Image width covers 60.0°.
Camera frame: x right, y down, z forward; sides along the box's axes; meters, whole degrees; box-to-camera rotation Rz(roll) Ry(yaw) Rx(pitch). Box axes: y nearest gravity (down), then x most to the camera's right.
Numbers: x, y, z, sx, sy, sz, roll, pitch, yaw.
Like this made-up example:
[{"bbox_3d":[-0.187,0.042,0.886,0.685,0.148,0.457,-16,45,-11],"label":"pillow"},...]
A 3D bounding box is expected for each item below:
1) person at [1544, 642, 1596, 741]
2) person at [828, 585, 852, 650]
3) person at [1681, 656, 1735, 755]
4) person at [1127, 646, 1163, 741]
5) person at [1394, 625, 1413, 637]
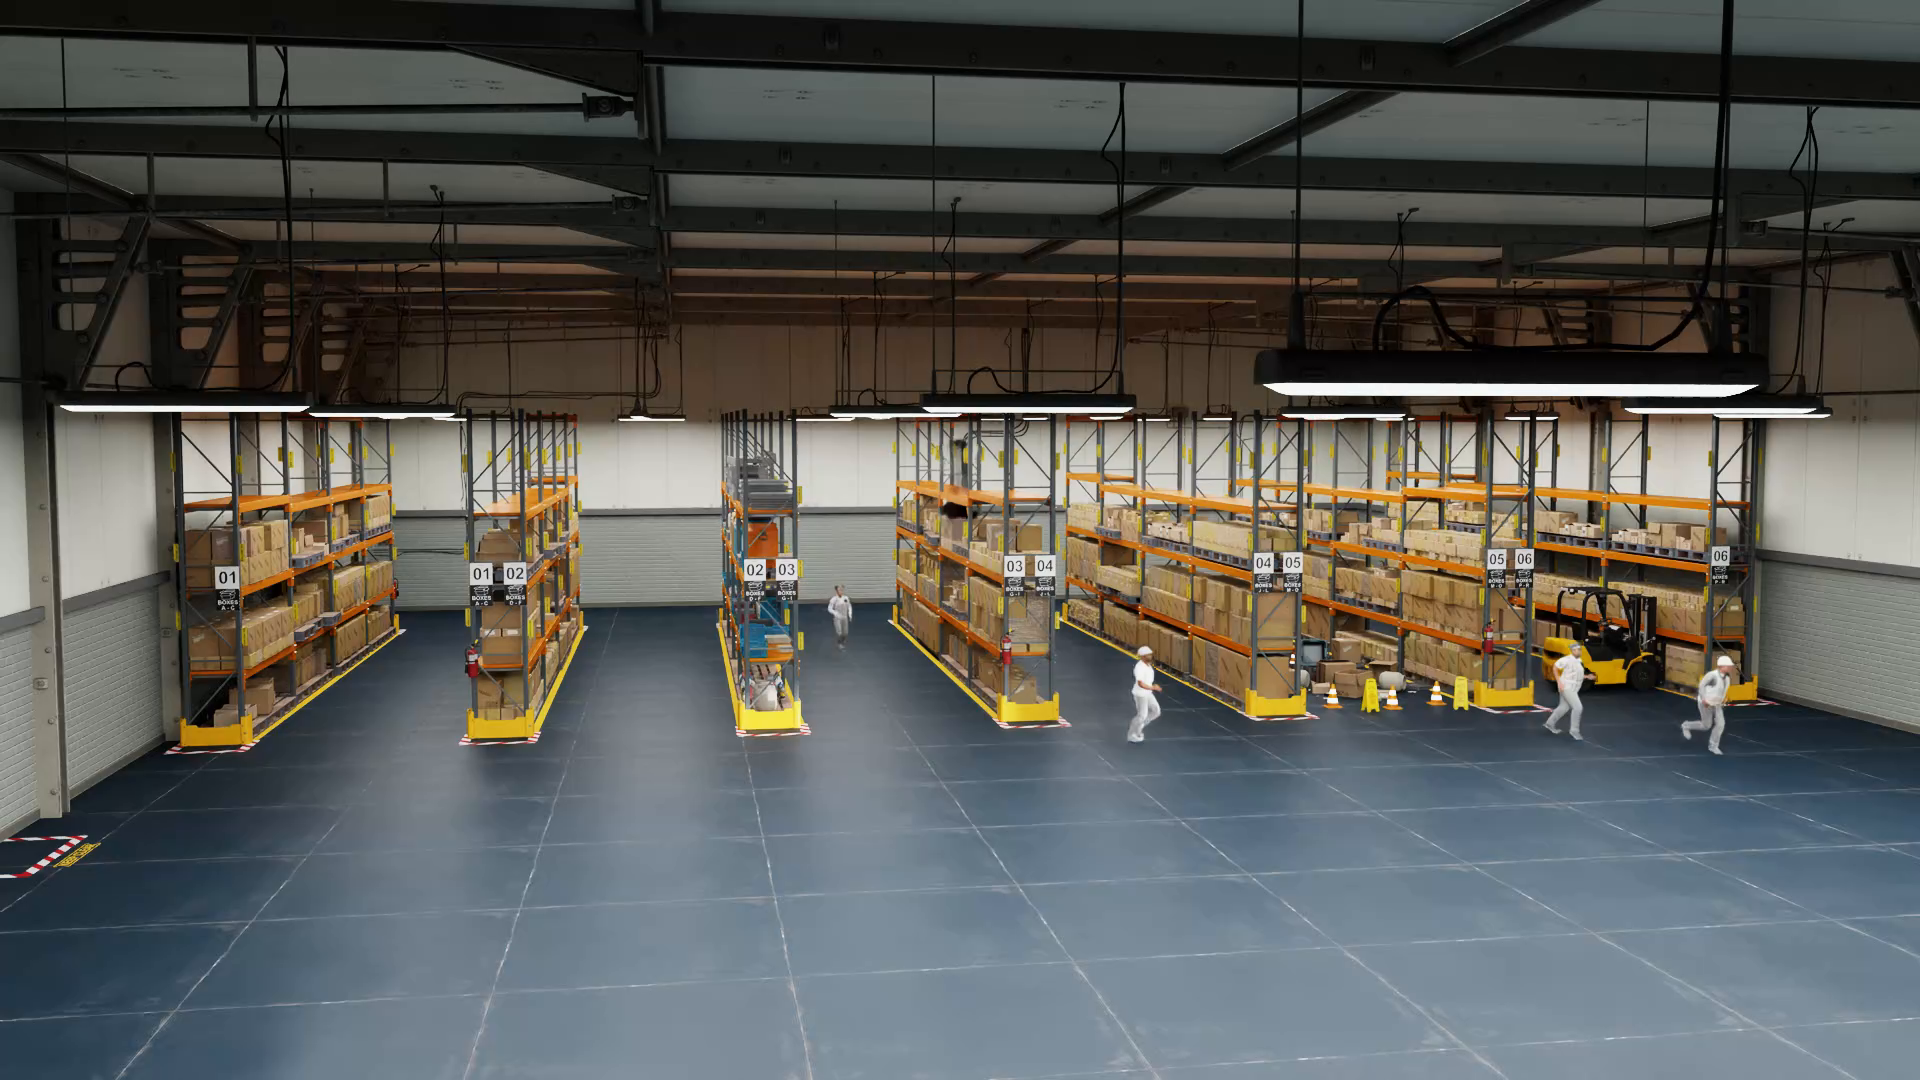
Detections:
[{"bbox_3d":[11.126,2.754,30.329,0.893,1.831,0.586,3,5,37],"label":"person"},{"bbox_3d":[-2.878,1.880,40.263,0.612,1.606,0.479,-1,4,-18],"label":"person"},{"bbox_3d":[13.111,2.862,29.120,0.662,1.726,0.914,-3,5,-35],"label":"person"},{"bbox_3d":[3.342,2.764,29.890,0.700,1.716,0.682,2,4,23],"label":"person"},{"bbox_3d":[11.184,1.910,41.816,0.671,1.783,0.884,0,4,-6],"label":"person"}]
